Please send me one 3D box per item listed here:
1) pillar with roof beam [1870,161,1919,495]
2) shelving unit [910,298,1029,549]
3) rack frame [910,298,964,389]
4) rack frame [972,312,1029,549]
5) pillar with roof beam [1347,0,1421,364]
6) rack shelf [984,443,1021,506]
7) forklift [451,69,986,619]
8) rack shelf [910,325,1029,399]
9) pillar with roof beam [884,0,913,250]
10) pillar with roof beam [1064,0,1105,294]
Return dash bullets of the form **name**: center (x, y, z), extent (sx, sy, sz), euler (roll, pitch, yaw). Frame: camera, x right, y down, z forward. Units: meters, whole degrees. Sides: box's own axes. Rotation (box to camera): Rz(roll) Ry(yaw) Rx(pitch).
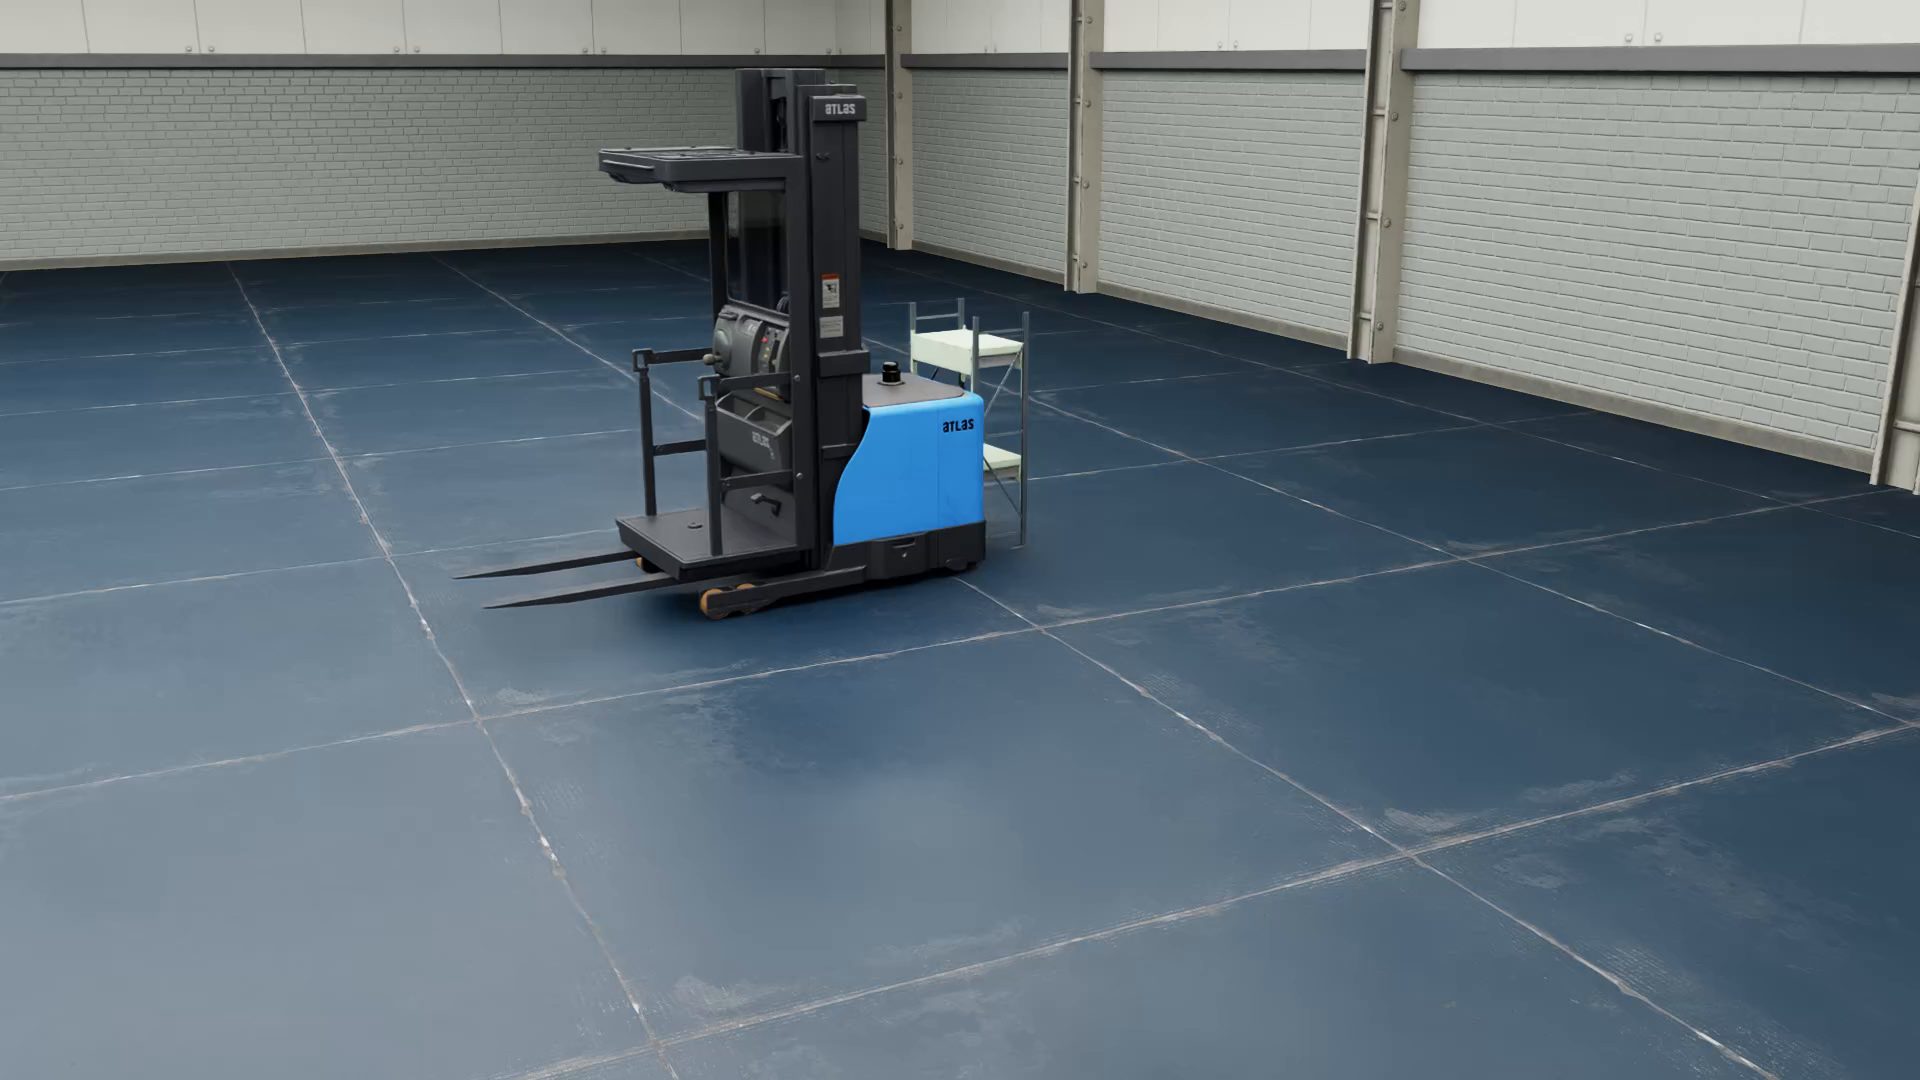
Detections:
- **pillar with roof beam**: center (3.024, -4.191, 9.041), extent (9.100, 9.000, 0.400), euler (-8, 18, -25)
- **shelving unit**: center (0.052, -0.733, 10.585), extent (0.431, 1.500, 0.755), euler (-10, 19, -31)
- **rack frame**: center (-0.146, -0.818, 10.882), extent (0.400, 1.500, 0.023), euler (-10, 19, -31)
- **rack frame**: center (0.249, -0.648, 10.289), extent (0.400, 1.500, 0.023), euler (-10, 19, -31)
- **pillar with roof beam**: center (0.396, -5.679, 14.225), extent (9.100, 9.000, 0.400), euler (-8, 18, -25)
- **rack shelf**: center (0.052, -0.420, 10.675), extent (0.431, 0.370, 0.720), euler (-10, 19, -31)
- **forklift**: center (-1.370, -1.135, 9.393), extent (3.031, 2.935, 1.130), euler (-9, 19, -30)
- **rack shelf**: center (0.052, -1.108, 10.478), extent (0.431, 0.370, 0.720), euler (-10, 19, -31)
- **pillar with roof beam**: center (-4.861, -8.654, 24.594), extent (9.100, 9.000, 0.400), euler (-8, 18, -25)
- **pillar with roof beam**: center (-2.233, -7.166, 19.409), extent (9.100, 9.000, 0.400), euler (-8, 18, -25)
